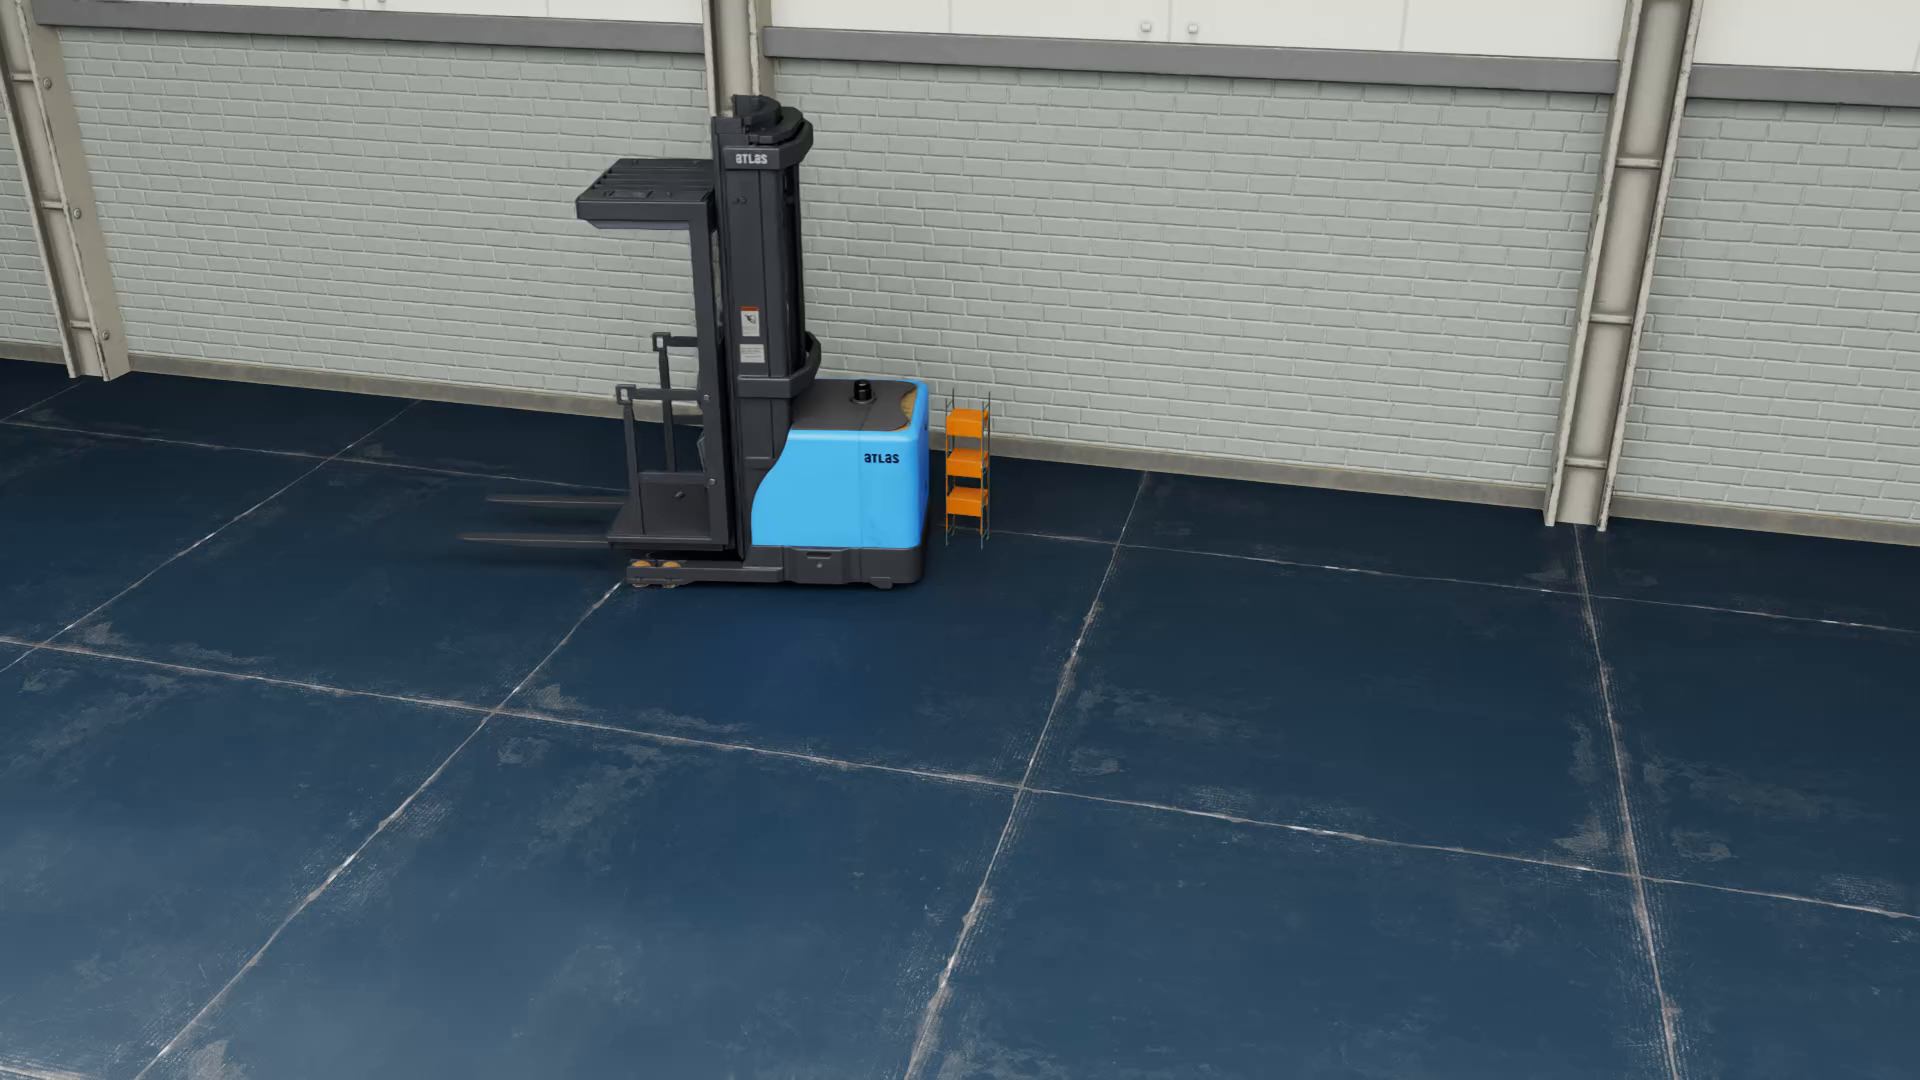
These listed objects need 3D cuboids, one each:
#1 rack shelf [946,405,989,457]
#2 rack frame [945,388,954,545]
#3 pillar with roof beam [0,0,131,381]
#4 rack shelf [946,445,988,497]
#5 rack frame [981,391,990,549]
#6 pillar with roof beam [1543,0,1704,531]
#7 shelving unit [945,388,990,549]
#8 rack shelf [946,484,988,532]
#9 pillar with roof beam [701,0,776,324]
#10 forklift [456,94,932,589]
[{"bbox_3d":[0.052,-0.715,10.895,0.240,0.259,0.215,6,26,13],"label":"rack shelf"},{"bbox_3d":[-0.066,-0.481,11.040,0.008,1.050,0.200,6,26,13],"label":"rack frame"},{"bbox_3d":[-8.430,-3.699,8.551,0.400,9.000,9.100,6,26,13],"label":"pillar with roof beam"},{"bbox_3d":[0.052,-0.459,11.017,0.240,0.259,0.215,6,26,13],"label":"rack shelf"},{"bbox_3d":[0.170,-0.455,10.985,0.008,1.050,0.200,6,26,13],"label":"rack frame"},{"bbox_3d":[3.192,-2.415,5.853,0.400,9.000,9.100,6,26,13],"label":"pillar with roof beam"},{"bbox_3d":[0.052,-0.468,11.012,0.252,1.050,0.215,6,26,13],"label":"shelving unit"},{"bbox_3d":[0.052,-0.208,11.136,0.240,0.259,0.215,6,26,13],"label":"rack shelf"},{"bbox_3d":[-2.619,-3.057,7.202,0.400,9.000,9.100,6,26,13],"label":"pillar with roof beam"},{"bbox_3d":[-1.730,-1.241,10.447,3.031,2.935,1.130,1,25,3],"label":"forklift"}]
